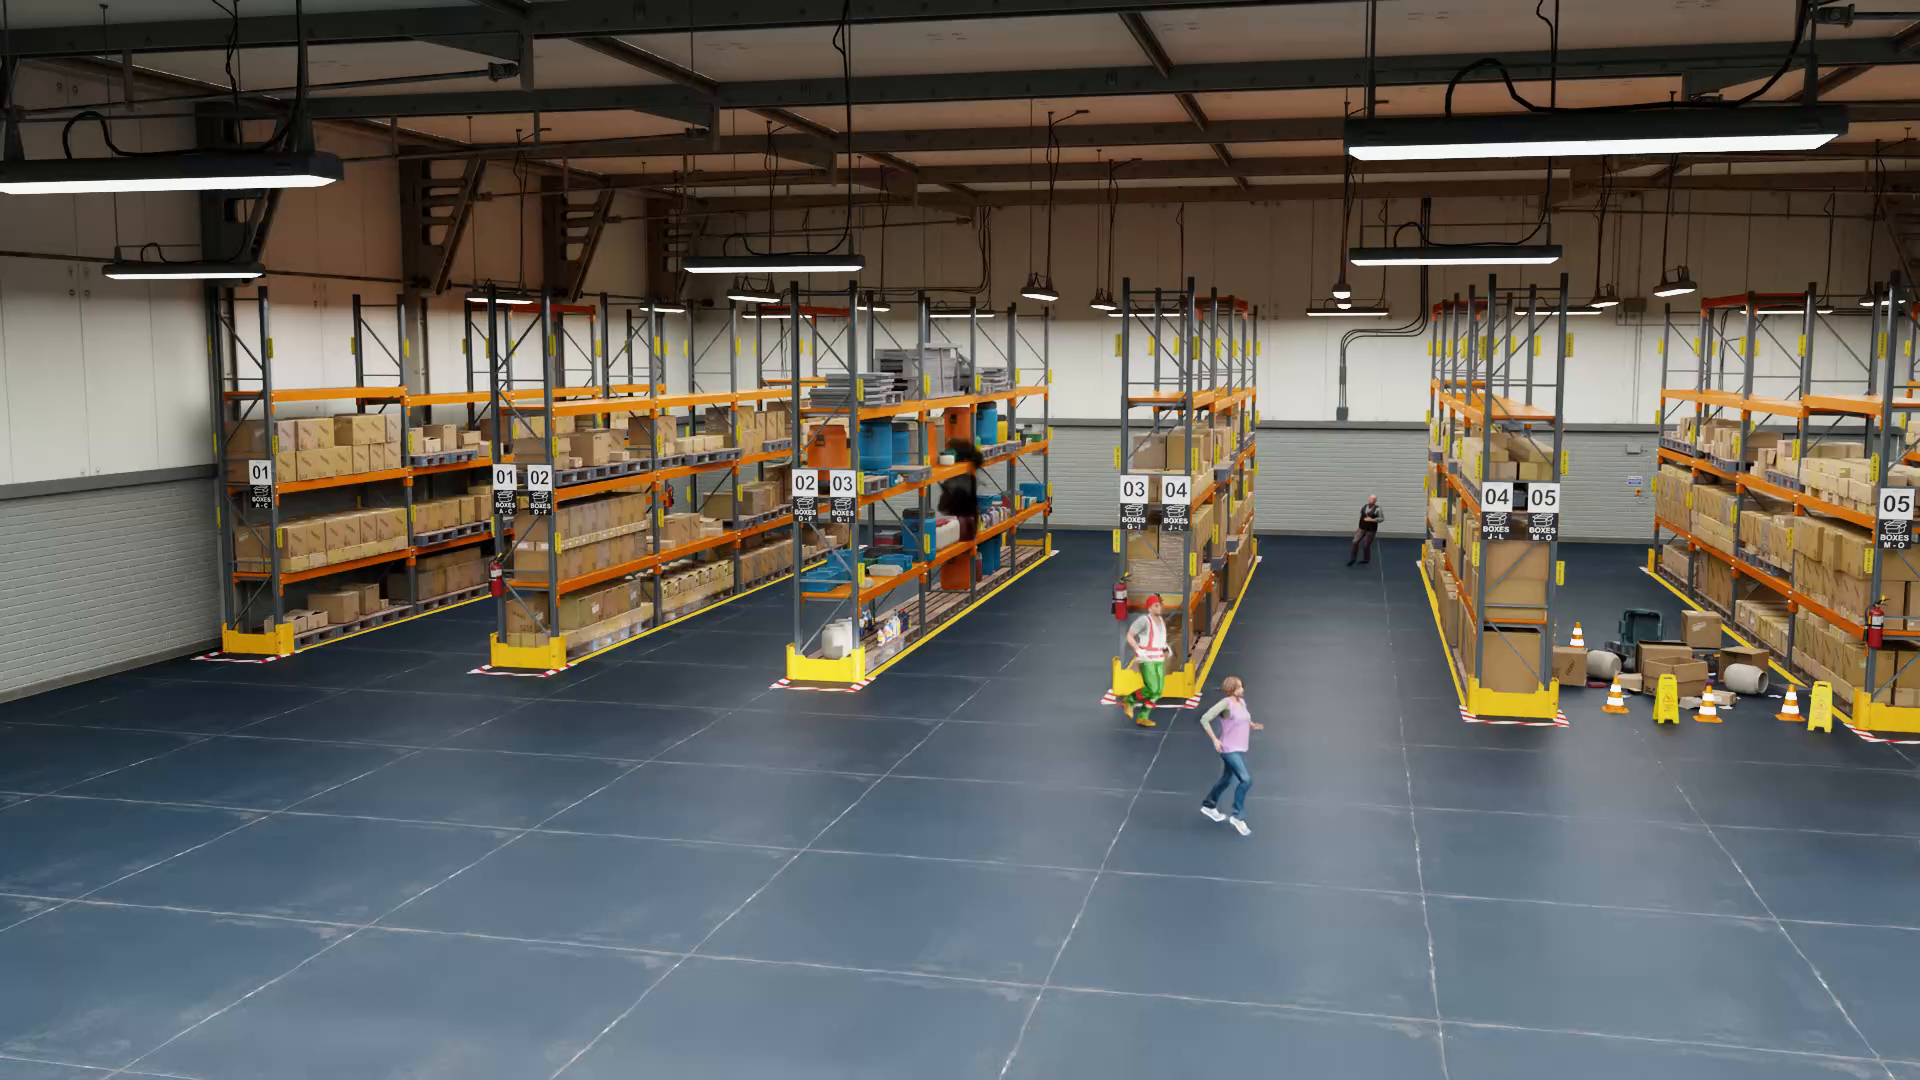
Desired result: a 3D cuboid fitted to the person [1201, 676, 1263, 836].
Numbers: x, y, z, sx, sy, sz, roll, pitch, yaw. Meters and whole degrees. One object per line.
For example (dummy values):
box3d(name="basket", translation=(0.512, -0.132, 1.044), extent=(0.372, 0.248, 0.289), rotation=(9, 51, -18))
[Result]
box3d(name="person", translation=(2.818, 2.227, 17.304), extent=(0.717, 1.646, 0.488), rotation=(4, 8, 34))

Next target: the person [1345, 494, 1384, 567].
box3d(name="person", translation=(9.393, -0.222, 38.272), extent=(0.775, 1.676, 0.756), rotation=(5, 8, 38))

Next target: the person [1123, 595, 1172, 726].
box3d(name="person", translation=(2.538, 1.600, 22.174), extent=(0.677, 1.736, 0.558), rotation=(-6, 9, -41))
